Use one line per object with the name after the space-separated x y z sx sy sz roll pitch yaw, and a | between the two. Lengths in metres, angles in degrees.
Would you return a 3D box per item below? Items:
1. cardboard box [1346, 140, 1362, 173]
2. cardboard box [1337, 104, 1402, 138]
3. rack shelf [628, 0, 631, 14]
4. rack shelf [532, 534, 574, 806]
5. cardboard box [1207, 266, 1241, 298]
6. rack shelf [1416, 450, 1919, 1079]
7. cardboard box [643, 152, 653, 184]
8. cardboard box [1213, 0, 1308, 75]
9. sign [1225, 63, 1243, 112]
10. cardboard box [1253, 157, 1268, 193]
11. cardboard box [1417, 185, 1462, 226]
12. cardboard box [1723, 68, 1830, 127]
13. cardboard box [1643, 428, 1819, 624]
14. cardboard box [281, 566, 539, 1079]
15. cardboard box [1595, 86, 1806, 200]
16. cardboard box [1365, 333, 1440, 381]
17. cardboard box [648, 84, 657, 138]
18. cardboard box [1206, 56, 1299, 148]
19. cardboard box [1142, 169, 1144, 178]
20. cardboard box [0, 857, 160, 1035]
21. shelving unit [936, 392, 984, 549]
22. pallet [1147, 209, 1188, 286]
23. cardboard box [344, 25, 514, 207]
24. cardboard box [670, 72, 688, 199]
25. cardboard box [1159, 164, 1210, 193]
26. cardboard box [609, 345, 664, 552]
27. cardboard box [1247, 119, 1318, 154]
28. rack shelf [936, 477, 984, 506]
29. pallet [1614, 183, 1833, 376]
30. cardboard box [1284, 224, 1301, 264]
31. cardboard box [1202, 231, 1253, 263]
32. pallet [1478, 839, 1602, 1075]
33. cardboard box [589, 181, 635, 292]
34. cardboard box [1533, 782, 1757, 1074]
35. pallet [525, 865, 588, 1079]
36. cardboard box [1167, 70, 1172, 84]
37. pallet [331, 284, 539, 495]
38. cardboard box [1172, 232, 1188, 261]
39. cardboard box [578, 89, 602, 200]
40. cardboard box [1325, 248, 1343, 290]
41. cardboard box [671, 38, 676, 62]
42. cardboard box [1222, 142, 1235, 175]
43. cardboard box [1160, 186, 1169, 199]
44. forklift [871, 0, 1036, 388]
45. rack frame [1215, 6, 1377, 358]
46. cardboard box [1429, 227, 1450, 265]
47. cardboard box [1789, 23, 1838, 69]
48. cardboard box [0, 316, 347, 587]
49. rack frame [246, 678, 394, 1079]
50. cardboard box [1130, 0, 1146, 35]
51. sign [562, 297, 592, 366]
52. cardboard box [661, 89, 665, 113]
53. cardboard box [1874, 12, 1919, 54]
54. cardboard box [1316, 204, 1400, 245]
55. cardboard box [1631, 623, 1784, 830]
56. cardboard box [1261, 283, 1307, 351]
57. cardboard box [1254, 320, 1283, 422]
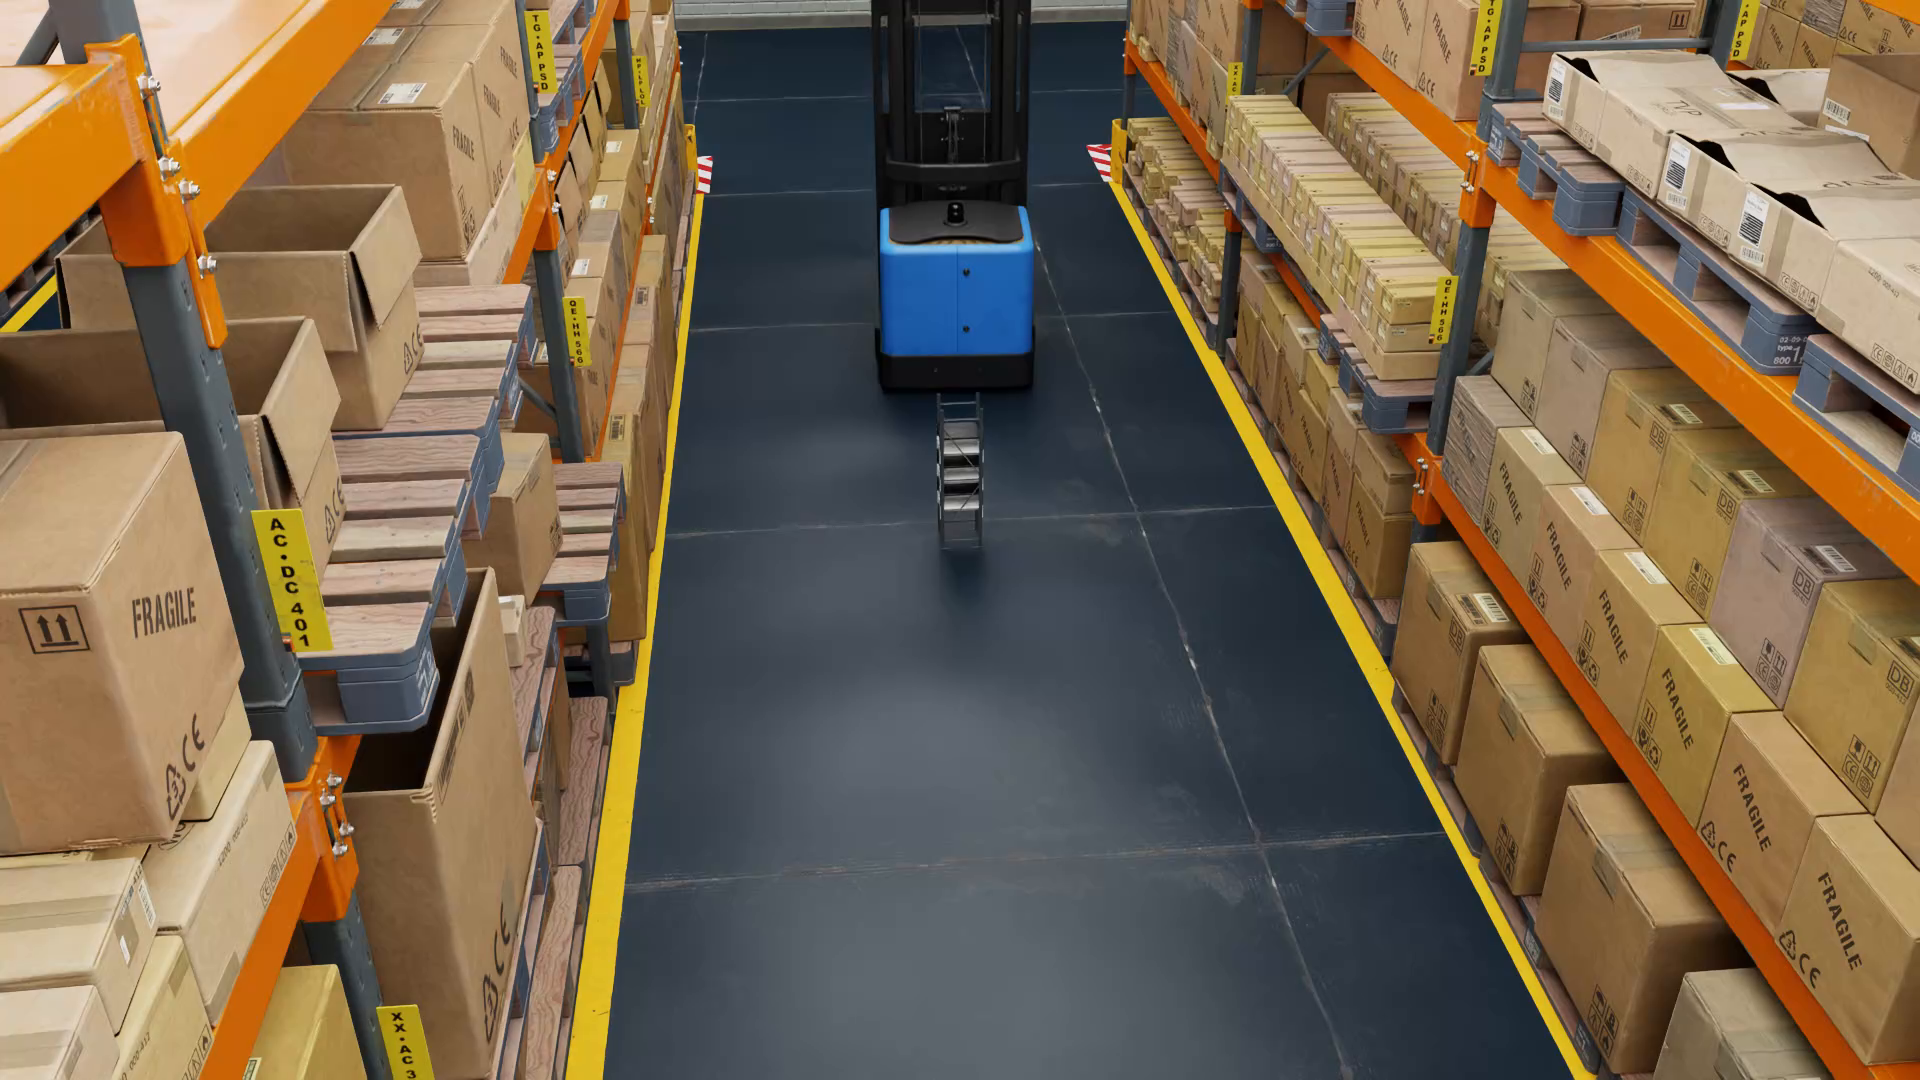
2.631 -2.393 10.377 0.380 0.149 0.250 -1 31 -2 | cardboard box
2.609 -2.643 10.505 0.380 0.149 0.250 -4 31 -6 | cardboard box
-2.783 -4.462 12.071 1.077 0.370 4.000 -3 31 -5 | rack shelf
-2.036 0.911 6.002 1.077 0.370 4.000 -3 31 -5 | rack shelf
2.006 -1.877 12.049 0.380 0.149 0.250 -2 31 -4 | cardboard box
2.912 0.725 6.314 1.077 0.370 4.000 -3 31 -5 | rack shelf
-2.293 -2.521 11.290 0.380 0.149 0.250 -3 31 -4 | cardboard box
2.038 -3.475 11.280 0.500 0.500 0.500 -4 31 -6 | cardboard box
1.812 -2.989 10.986 0.100 0.325 0.005 -3 31 -5 | sign
2.006 -2.228 10.101 0.380 0.149 0.250 -4 31 -7 | cardboard box
2.751 -1.849 9.177 0.380 0.149 0.250 -2 31 -3 | cardboard box
3.122 -1.559 6.090 0.500 0.311 0.500 -3 31 -5 | cardboard box
2.904 -0.067 5.865 0.700 0.500 0.500 -3 31 -5 | cardboard box
-1.784 0.773 4.537 1.000 1.000 1.000 -3 31 -4 | cardboard box
2.621 -1.416 5.910 0.500 0.250 0.500 -2 31 -3 | cardboard box
2.222 -0.908 8.180 0.380 0.149 0.250 -2 31 -4 | cardboard box
-2.421 -3.031 11.757 0.500 0.250 0.500 -3 31 -5 | cardboard box
2.025 -3.052 11.547 0.500 0.500 0.500 -3 31 -5 | cardboard box
1.814 -3.234 14.610 0.380 0.149 0.250 -3 31 -5 | cardboard box
-1.487 0.645 2.578 0.380 0.149 0.250 -4 31 -7 | cardboard box
-0.001 -0.390 9.527 0.258 0.900 0.210 -3 31 -5 | shelving unit
2.136 -2.416 13.589 1.003 0.211 1.213 -3 31 -5 | pallet
-1.870 -1.472 5.779 0.500 0.500 0.500 -3 31 -5 | cardboard box
-2.830 -3.449 14.262 0.875 0.875 0.875 -3 31 -5 | cardboard box
1.831 -2.947 13.549 0.380 0.149 0.250 -2 31 -4 | cardboard box
-2.342 -0.496 9.319 1.225 0.875 0.875 -3 31 -4 | cardboard box
1.984 -2.479 10.231 0.380 0.149 0.250 -2 31 -4 | cardboard box
-0.001 -0.285 9.590 0.258 0.077 0.200 -3 31 -5 | rack shelf
2.946 -0.915 5.616 1.003 0.211 1.213 -1 31 -2 | pallet
2.078 -1.702 9.510 0.380 0.149 0.250 -4 31 -7 | cardboard box
1.996 -2.157 12.227 0.380 0.149 0.250 -2 31 -4 | cardboard box
2.835 1.619 6.834 1.003 0.211 1.213 -3 31 -5 | pallet
-2.185 -1.759 9.673 0.500 0.500 0.500 -3 31 -5 | cardboard box
2.865 1.417 6.237 1.050 0.750 0.750 -3 31 -5 | cardboard box
-2.040 1.798 6.534 1.003 0.211 1.213 -3 31 -5 | pallet
1.875 -3.740 13.332 0.380 0.149 0.250 -3 31 -6 | cardboard box
-1.900 -0.434 4.810 1.213 0.211 1.003 -3 31 -5 | pallet
1.879 -2.316 13.074 0.380 0.149 0.250 -3 31 -5 | cardboard box
-2.476 -2.259 9.531 0.797 0.503 0.637 -2 31 -4 | cardboard box
2.149 -1.434 8.772 0.380 0.149 0.250 -3 31 -4 | cardboard box
-2.583 -4.097 13.930 0.380 0.149 0.250 -2 31 -4 | cardboard box
1.930 -2.497 10.841 0.380 0.149 0.250 -4 31 -7 | cardboard box
1.887 -2.964 13.868 0.380 0.149 0.250 -4 31 -7 | cardboard box
-0.071 -3.014 11.938 1.130 2.935 3.031 -1 31 -2 | forklift
2.352 -2.648 11.258 1.000 3.000 0.127 -3 31 -5 | rack frame
2.778 -1.592 9.037 0.380 0.149 0.250 -3 31 -5 | cardboard box
6.858 -3.722 12.960 0.500 0.500 0.500 -3 31 -5 | cardboard box
-1.794 -0.134 3.615 0.797 0.503 0.637 -4 31 -7 | cardboard box
-1.849 1.623 4.108 1.000 3.000 0.127 -3 31 -5 | rack frame
1.745 -4.618 14.169 0.500 0.500 0.500 -1 31 -2 | cardboard box
-1.683 -0.913 7.302 0.100 0.325 0.005 -3 31 -5 | sign
-2.440 -3.316 12.623 0.380 0.149 0.250 -4 31 -6 | cardboard box
6.951 -3.636 11.841 0.500 0.500 0.500 -3 31 -5 | cardboard box
2.132 -1.683 8.898 0.380 0.149 0.250 -3 31 -5 | cardboard box
2.690 0.624 5.683 0.500 0.500 0.500 -2 31 -4 | cardboard box
2.210 -1.415 10.491 0.500 0.250 0.500 -2 31 -3 | cardboard box
2.208 -1.095 10.686 0.500 0.500 0.500 -1 31 -2 | cardboard box
